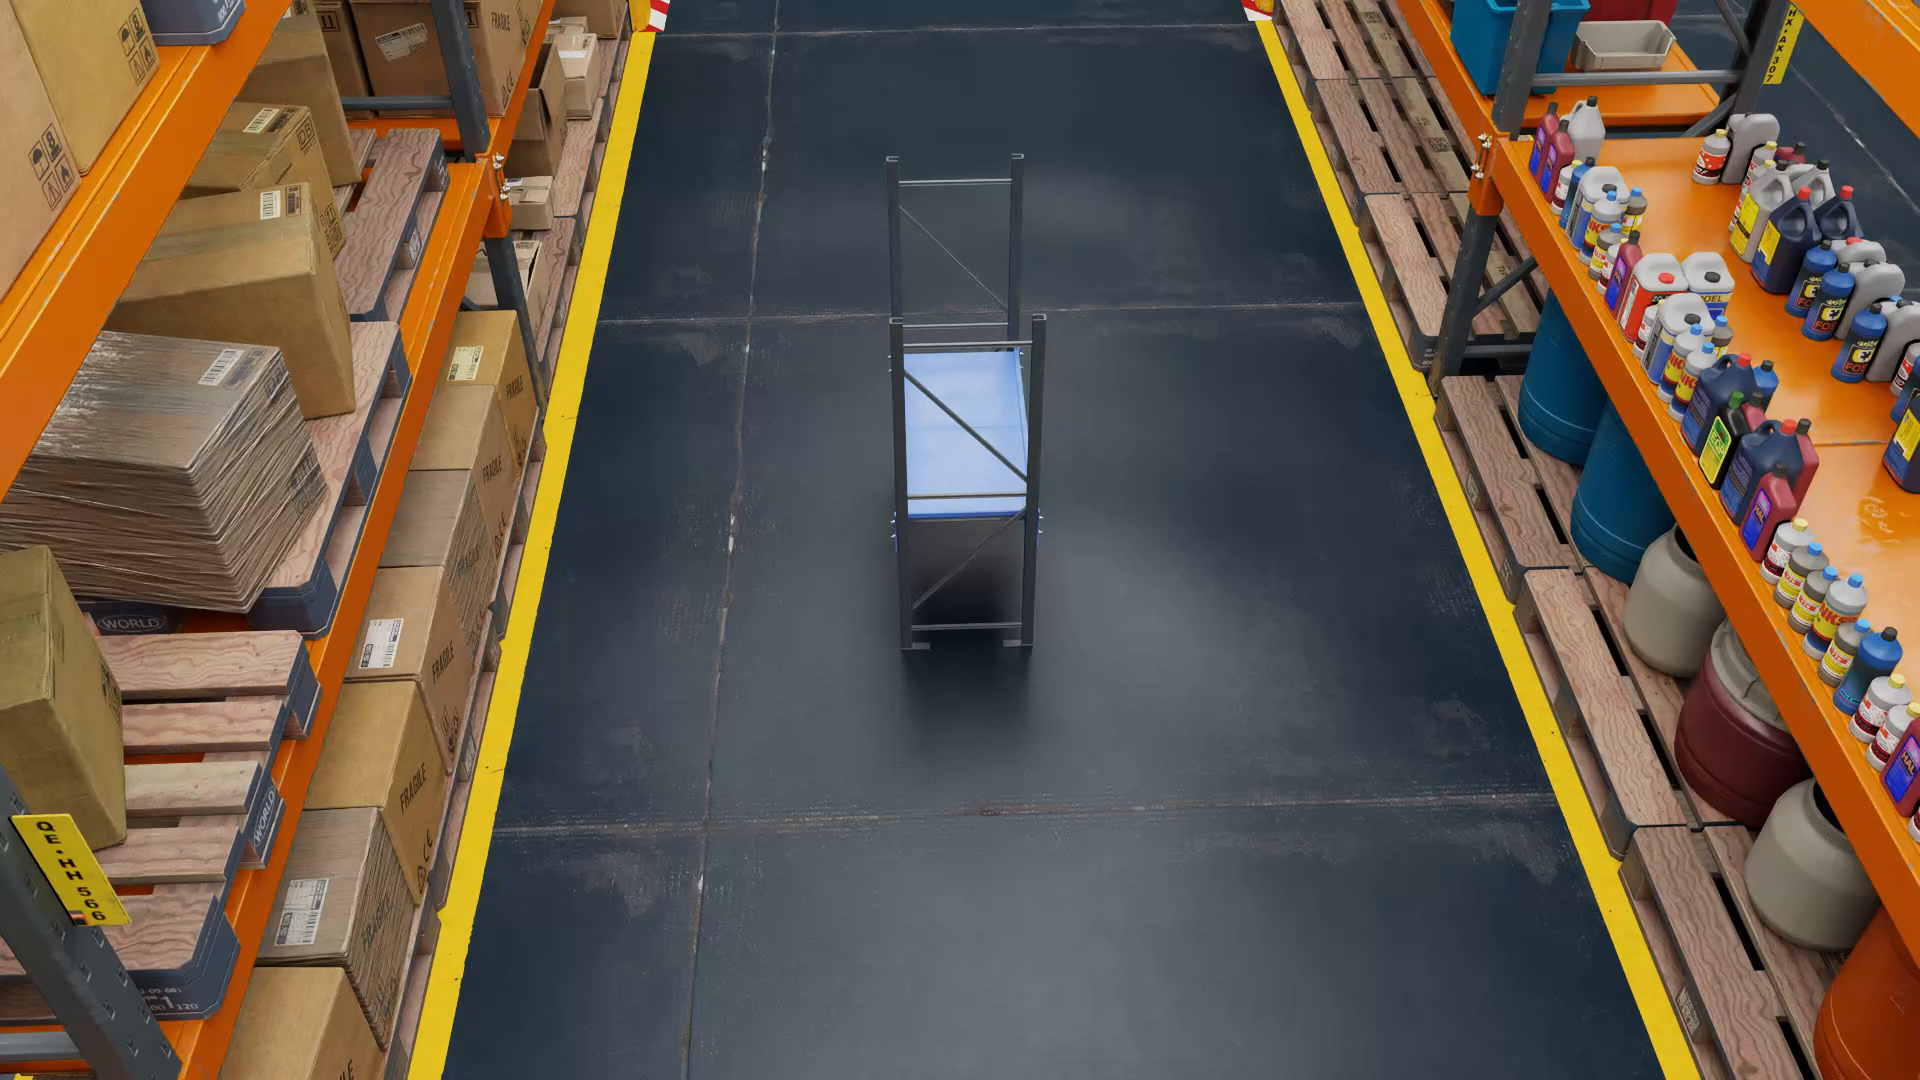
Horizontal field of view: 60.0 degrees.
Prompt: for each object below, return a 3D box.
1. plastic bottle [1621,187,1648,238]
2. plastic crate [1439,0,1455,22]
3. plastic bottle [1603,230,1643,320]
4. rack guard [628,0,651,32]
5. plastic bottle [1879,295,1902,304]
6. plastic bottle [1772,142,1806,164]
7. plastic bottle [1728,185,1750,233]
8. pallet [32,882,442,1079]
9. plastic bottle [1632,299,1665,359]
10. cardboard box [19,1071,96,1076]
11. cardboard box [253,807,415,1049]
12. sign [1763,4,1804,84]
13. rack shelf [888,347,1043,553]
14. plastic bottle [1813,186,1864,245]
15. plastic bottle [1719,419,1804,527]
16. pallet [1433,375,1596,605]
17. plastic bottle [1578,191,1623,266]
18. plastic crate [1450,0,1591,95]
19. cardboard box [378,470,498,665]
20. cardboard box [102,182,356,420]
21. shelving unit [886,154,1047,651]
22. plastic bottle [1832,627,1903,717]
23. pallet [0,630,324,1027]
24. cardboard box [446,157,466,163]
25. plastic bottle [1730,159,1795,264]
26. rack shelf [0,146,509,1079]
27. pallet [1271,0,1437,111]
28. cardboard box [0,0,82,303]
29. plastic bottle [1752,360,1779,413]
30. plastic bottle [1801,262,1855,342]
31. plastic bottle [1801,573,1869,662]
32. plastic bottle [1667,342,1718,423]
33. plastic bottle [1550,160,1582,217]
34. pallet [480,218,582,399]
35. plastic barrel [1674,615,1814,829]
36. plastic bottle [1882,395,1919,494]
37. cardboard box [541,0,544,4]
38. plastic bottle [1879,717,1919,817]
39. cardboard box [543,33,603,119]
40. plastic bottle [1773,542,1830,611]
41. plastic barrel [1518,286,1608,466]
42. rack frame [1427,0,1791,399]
[{"bbox_3d":[2.395,-1.165,5.949,0.097,0.201,0.097,0,43,0],"label":"plastic bottle"},{"bbox_3d":[2.301,-2.462,7.375,0.437,0.125,0.590,-2,43,-2],"label":"plastic crate"},{"bbox_3d":[2.244,-0.891,5.588,0.061,0.283,0.133,-2,43,-2],"label":"plastic bottle"},{"bbox_3d":[-2.499,-3.381,10.069,1.175,0.500,0.348,-2,43,-2],"label":"rack guard"},{"bbox_3d":[3.031,-0.708,5.449,0.097,0.201,0.097,0,43,0],"label":"plastic bottle"},{"bbox_3d":[3.012,-1.338,6.077,0.061,0.283,0.133,-2,43,-2],"label":"plastic bottle"},{"bbox_3d":[2.848,-1.200,5.986,0.097,0.201,0.097,0,43,0],"label":"plastic bottle"},{"bbox_3d":[-2.156,1.570,4.881,1.003,0.211,1.213,-2,43,-2],"label":"pallet"},{"bbox_3d":[2.273,-0.692,5.432,0.097,0.201,0.097,0,43,0],"label":"plastic bottle"},{"bbox_3d":[-2.437,1.182,4.765,0.500,0.500,0.500,0,43,0],"label":"cardboard box"},{"bbox_3d":[-1.924,1.138,4.813,0.500,0.500,0.500,-3,43,-3],"label":"cardboard box"},{"bbox_3d":[3.166,-1.910,6.409,0.100,0.325,0.005,-2,43,-2],"label":"sign"},{"bbox_3d":[0.004,-0.363,6.302,0.538,0.185,1.000,-2,43,-2],"label":"rack shelf"},{"bbox_3d":[2.990,-1.039,5.700,0.144,0.351,0.185,-2,43,-2],"label":"plastic bottle"},{"bbox_3d":[2.329,-0.216,4.802,0.144,0.351,0.185,-2,43,-2],"label":"plastic bottle"},{"bbox_3d":[2.608,-0.243,6.859,1.003,0.211,1.213,-2,43,-2],"label":"pallet"},{"bbox_3d":[2.249,-1.096,5.821,0.097,0.271,0.097,0,43,0],"label":"plastic bottle"},{"bbox_3d":[2.256,-2.115,6.804,0.392,0.384,0.575,-2,43,-2],"label":"plastic crate"},{"bbox_3d":[-1.992,0.103,5.942,0.500,0.500,0.500,-1,43,-1],"label":"cardboard box"},{"bbox_3d":[-2.196,-0.654,4.859,0.700,0.500,0.500,-12,44,-13],"label":"cardboard box"},{"bbox_3d":[0.004,-0.495,6.180,0.538,1.500,1.048,-2,43,-2],"label":"shelving unit"},{"bbox_3d":[2.338,0.328,4.267,0.097,0.271,0.097,0,43,0],"label":"plastic bottle"},{"bbox_3d":[-2.261,0.662,3.950,1.213,0.211,1.003,-2,43,-2],"label":"pallet"},{"bbox_3d":[-2.672,-1.707,8.057,0.500,0.311,0.500,-2,43,-2],"label":"cardboard box"},{"bbox_3d":[2.839,-1.160,5.832,0.144,0.351,0.185,-2,43,-2],"label":"plastic bottle"},{"bbox_3d":[-2.247,-0.038,5.104,1.077,0.370,4.000,-2,43,-2],"label":"rack shelf"},{"bbox_3d":[2.443,-2.908,9.766,1.003,0.211,1.213,-2,43,-2],"label":"pallet"},{"bbox_3d":[-2.236,-0.733,3.036,0.910,0.500,0.500,-2,43,-2],"label":"cardboard box"},{"bbox_3d":[2.435,-0.434,5.099,0.097,0.271,0.097,0,43,0],"label":"plastic bottle"},{"bbox_3d":[2.875,-0.795,5.492,0.097,0.271,0.097,0,43,0],"label":"plastic bottle"},{"bbox_3d":[2.330,0.197,4.411,0.097,0.271,0.097,0,43,0],"label":"plastic bottle"},{"bbox_3d":[2.287,-0.496,5.166,0.097,0.271,0.097,0,43,0],"label":"plastic bottle"},{"bbox_3d":[2.235,-1.293,6.087,0.097,0.201,0.097,0,43,0],"label":"plastic bottle"},{"bbox_3d":[-2.361,-1.089,7.782,1.003,0.211,1.213,-2,43,-2],"label":"pallet"},{"bbox_3d":[2.701,0.549,5.405,0.600,0.588,0.708,-2,43,-2],"label":"plastic barrel"},{"bbox_3d":[2.883,-0.325,4.921,0.144,0.351,0.185,-2,43,-2],"label":"plastic bottle"},{"bbox_3d":[-2.126,-2.726,7.430,0.500,0.500,0.500,-2,43,-2],"label":"cardboard box"},{"bbox_3d":[2.333,0.534,4.034,0.061,0.283,0.133,-2,43,-2],"label":"plastic bottle"},{"bbox_3d":[-2.223,-2.500,8.967,0.500,0.250,0.500,-2,43,-2],"label":"cardboard box"},{"bbox_3d":[2.322,0.091,4.578,0.097,0.201,0.097,0,43,0],"label":"plastic bottle"},{"bbox_3d":[2.623,-0.807,6.652,0.600,0.901,0.708,-2,43,-2],"label":"plastic barrel"},{"bbox_3d":[2.617,-1.793,6.486,1.000,3.000,0.127,-2,43,-2],"label":"rack frame"}]
